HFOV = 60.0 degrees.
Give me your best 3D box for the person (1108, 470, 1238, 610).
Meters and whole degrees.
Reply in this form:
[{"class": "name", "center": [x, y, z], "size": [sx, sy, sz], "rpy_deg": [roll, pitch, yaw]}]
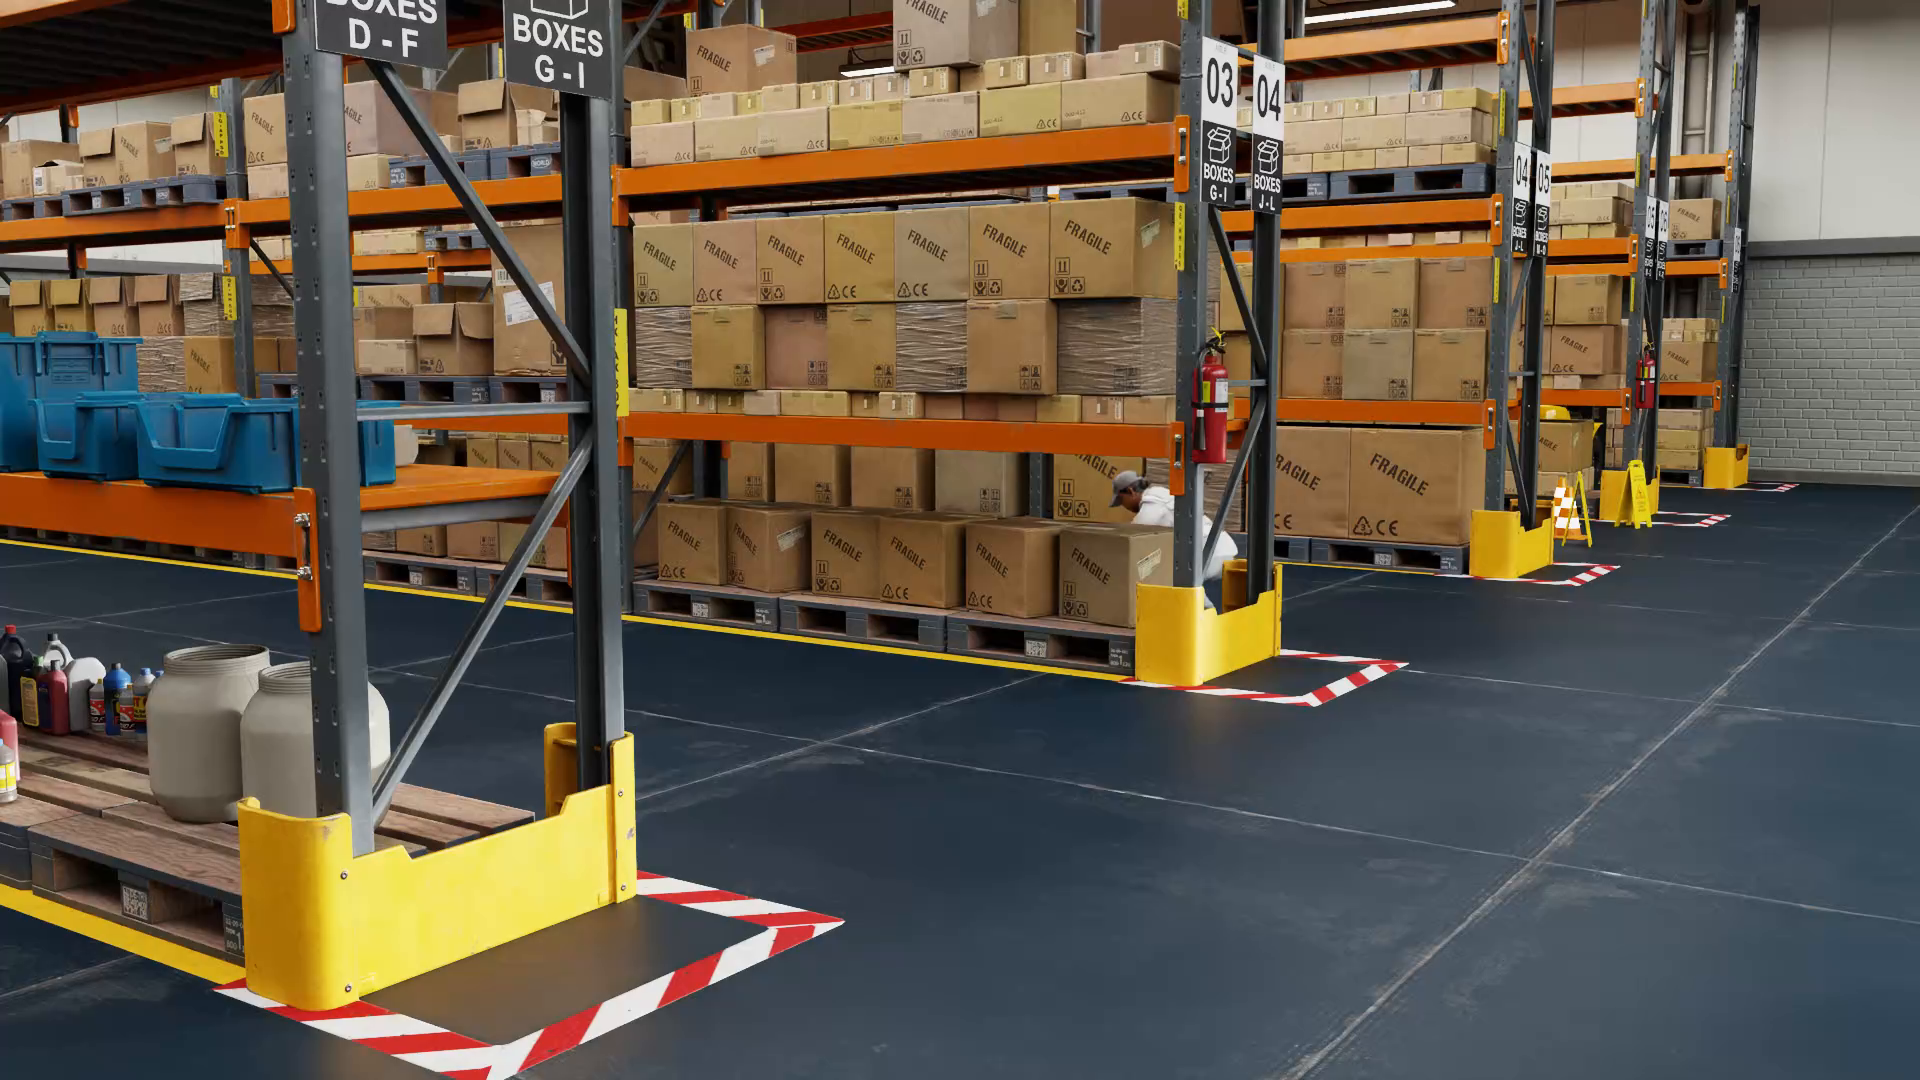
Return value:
[{"class": "person", "center": [1.299, 0.040, 10.452], "size": [0.856, 0.943, 0.510], "rpy_deg": [4, 7, 30]}]
